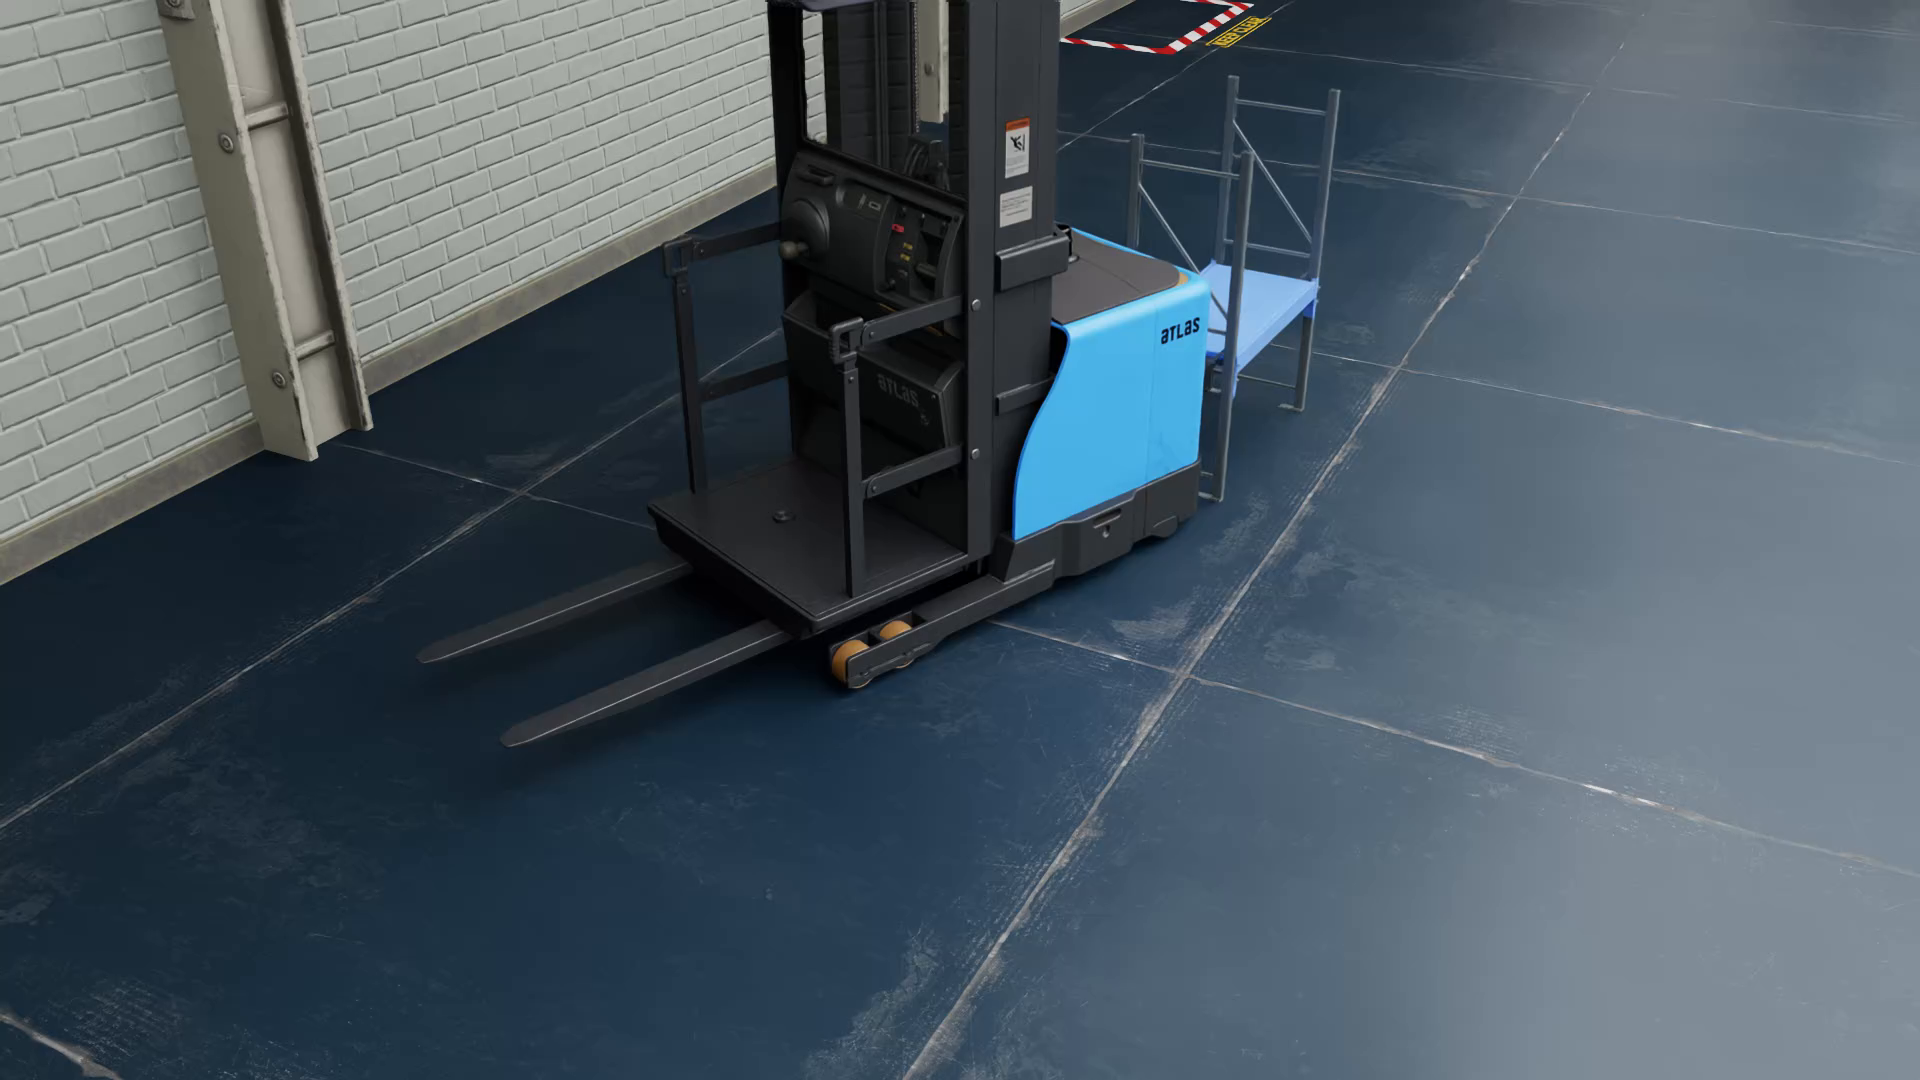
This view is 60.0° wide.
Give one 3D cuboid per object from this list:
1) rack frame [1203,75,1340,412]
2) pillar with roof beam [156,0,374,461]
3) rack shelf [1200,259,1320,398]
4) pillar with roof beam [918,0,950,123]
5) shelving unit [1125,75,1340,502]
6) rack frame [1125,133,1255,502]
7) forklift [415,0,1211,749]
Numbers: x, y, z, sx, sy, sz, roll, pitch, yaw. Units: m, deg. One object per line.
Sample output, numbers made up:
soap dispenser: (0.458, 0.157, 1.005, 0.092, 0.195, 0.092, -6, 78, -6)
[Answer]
rack frame: (1.393, -1.317, 7.538, 0.500, 1.500, 0.032, 16, 33, 25)
pillar with roof beam: (0.910, -3.394, 3.625, 9.100, 9.000, 0.400, 14, 33, 23)
rack shelf: (1.142, -0.941, 7.244, 0.538, 0.185, 1.000, 16, 33, 25)
pillar with roof beam: (3.643, -6.054, 8.257, 9.100, 9.000, 0.400, 14, 33, 23)
shelving unit: (1.142, -1.097, 7.154, 0.538, 1.500, 1.048, 16, 33, 25)
rack frame: (0.892, -0.877, 6.771, 0.500, 1.500, 0.032, 16, 33, 25)
forklift: (-0.475, -1.046, 5.628, 3.031, 2.935, 1.130, -23, 37, -34)
